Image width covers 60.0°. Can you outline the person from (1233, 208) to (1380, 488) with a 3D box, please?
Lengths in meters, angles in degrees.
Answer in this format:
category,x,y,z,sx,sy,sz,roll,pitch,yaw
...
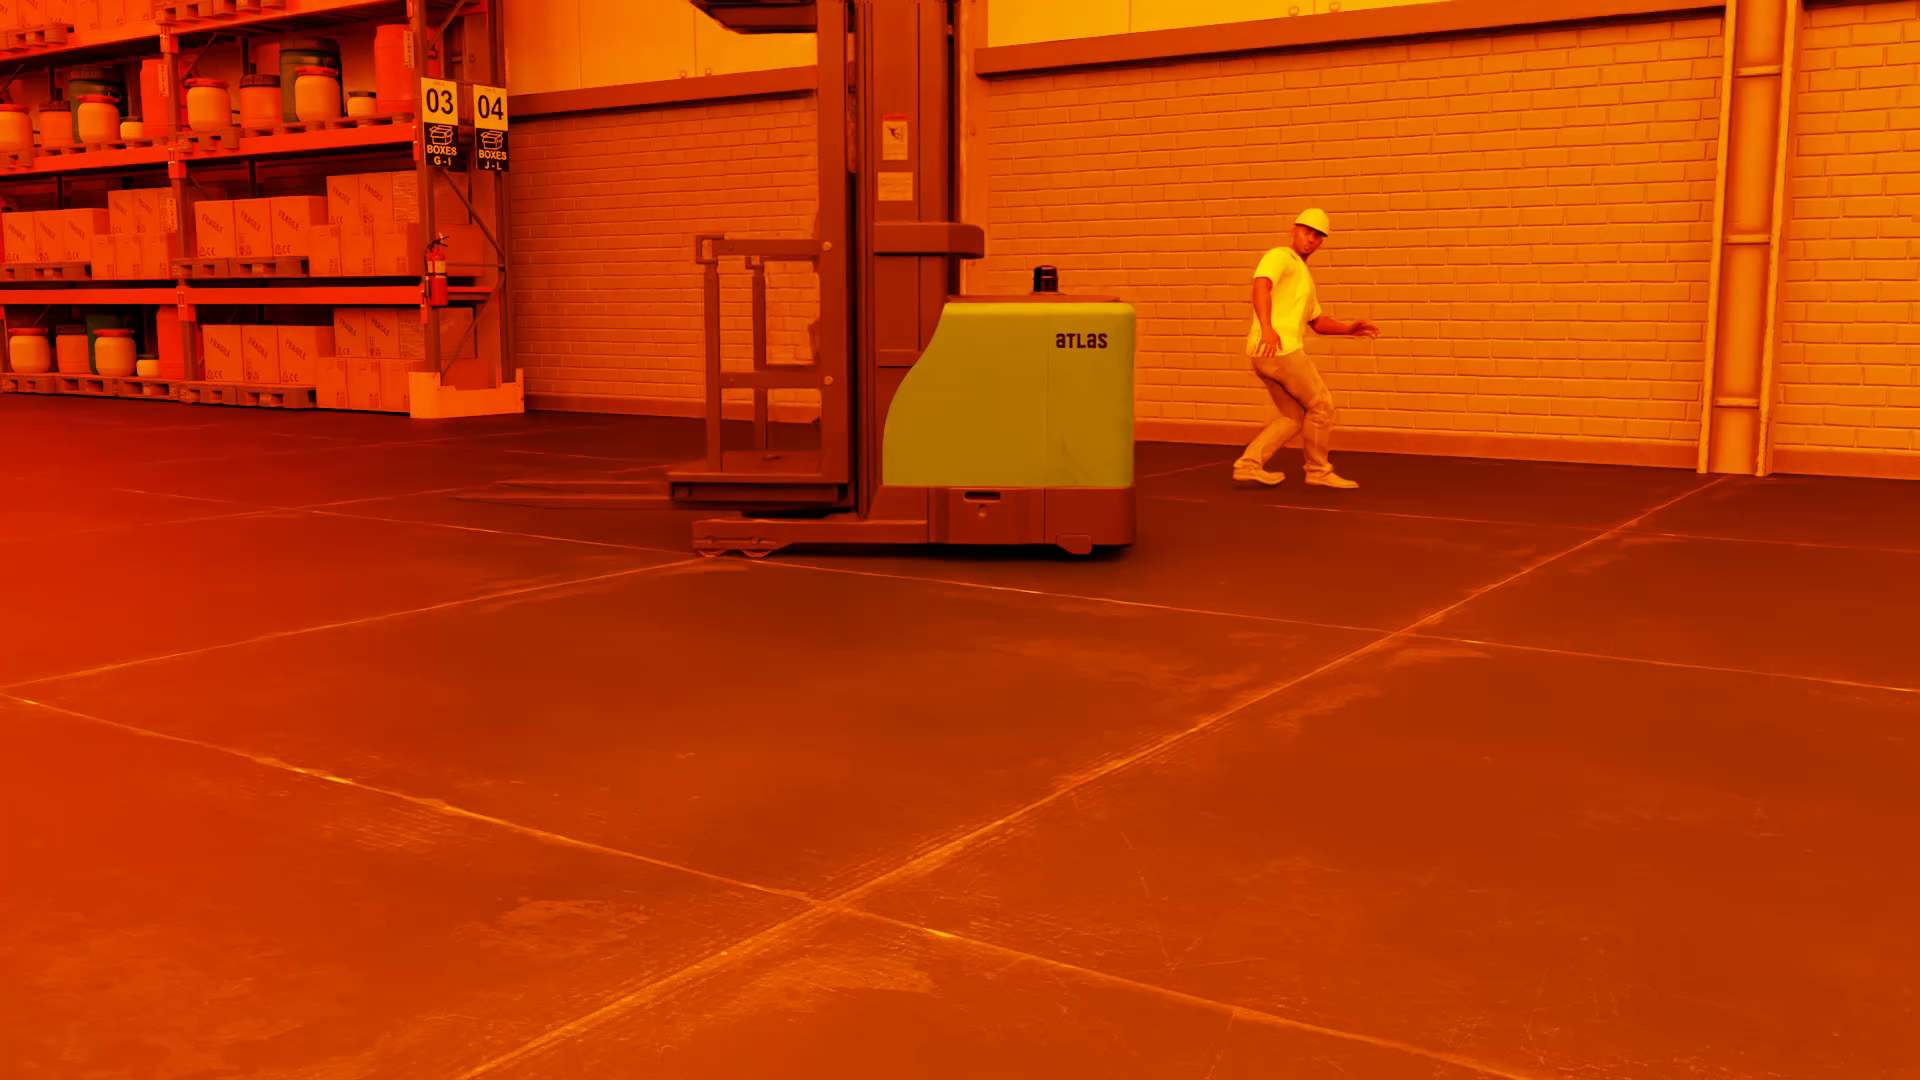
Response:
category,x,y,z,sx,sy,sz,roll,pitch,yaw
person,2.006,-1.085,9.553,0.831,1.632,0.850,0,8,3

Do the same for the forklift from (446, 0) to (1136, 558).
category,x,y,z,sx,sy,sz,roll,pitch,yaw
forklift,-0.736,-1.448,7.377,3.031,2.935,1.130,1,8,5
